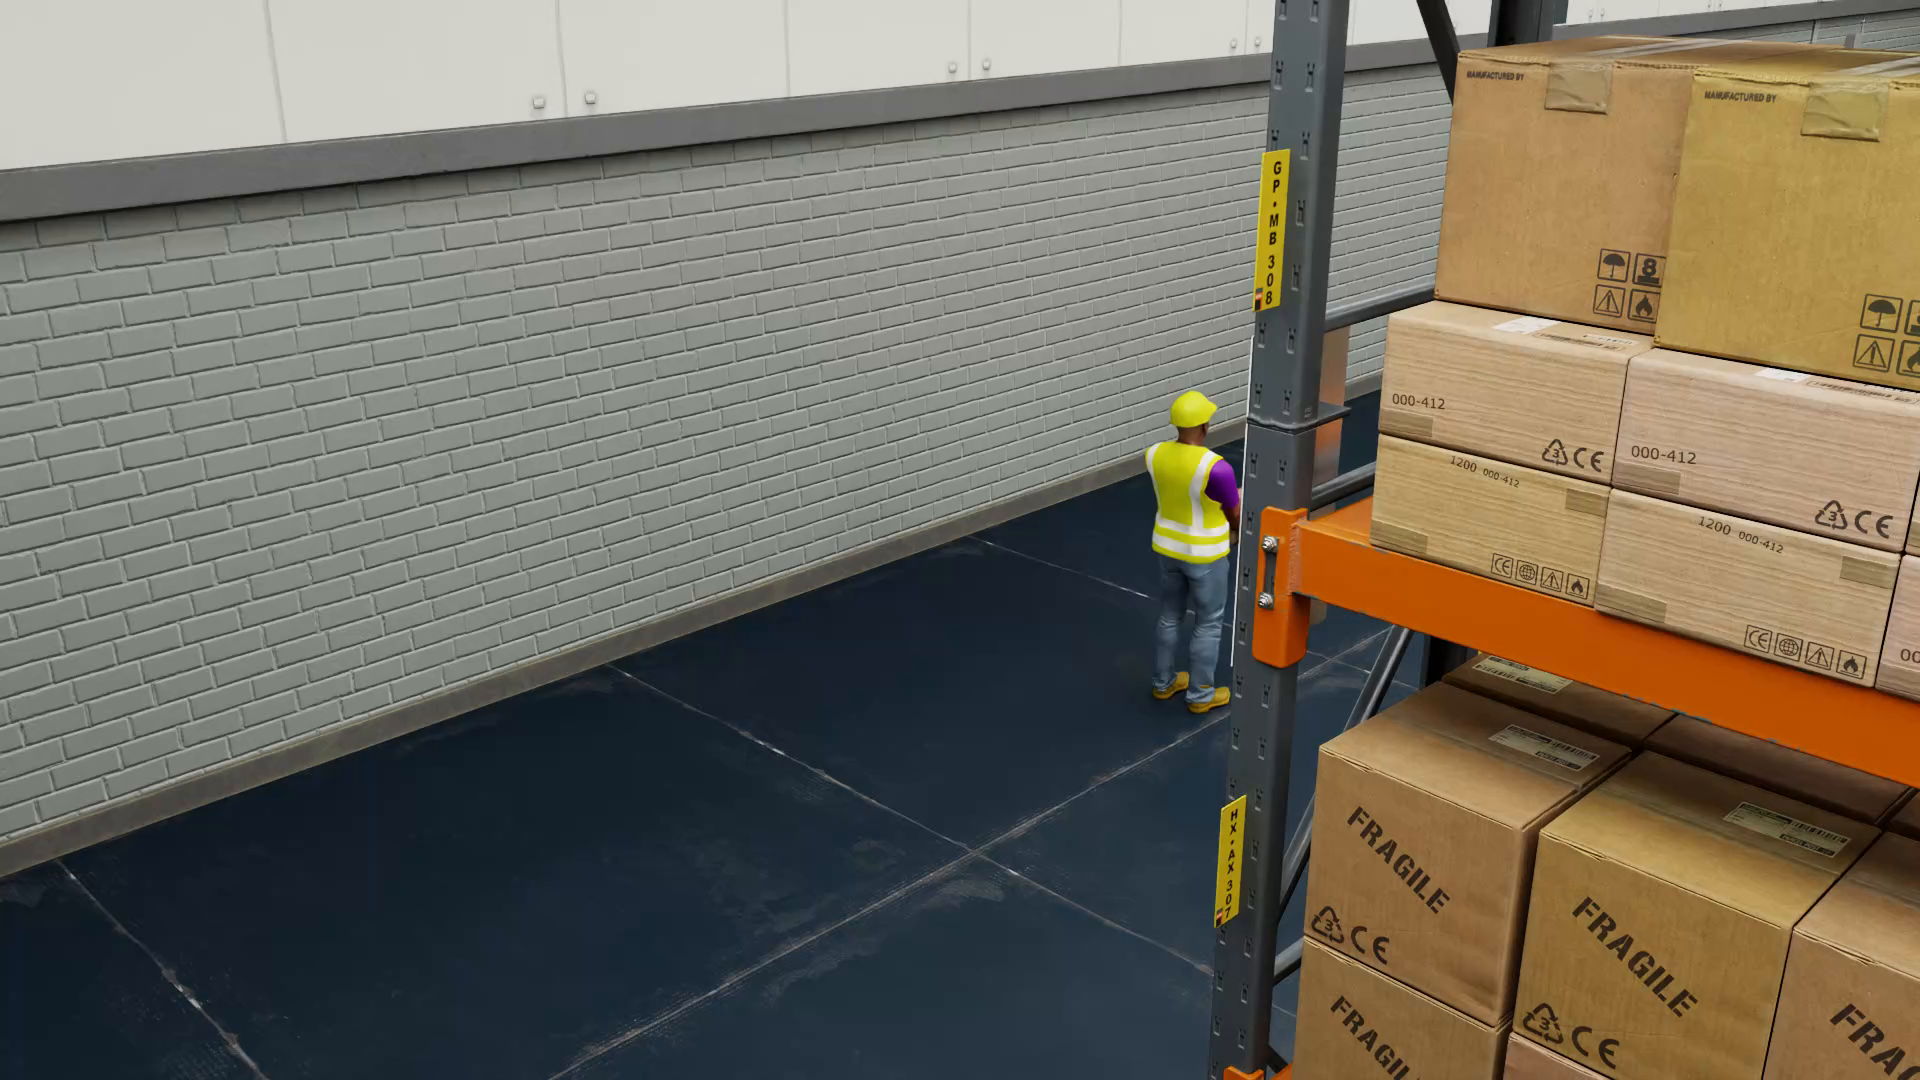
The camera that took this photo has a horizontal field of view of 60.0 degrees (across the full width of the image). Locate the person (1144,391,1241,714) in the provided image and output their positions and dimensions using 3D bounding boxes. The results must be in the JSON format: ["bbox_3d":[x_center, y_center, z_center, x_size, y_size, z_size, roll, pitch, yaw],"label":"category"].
[{"bbox_3d":[1.301,0.034,8.954,0.521,1.767,0.573,19,27,41],"label":"person"}]
